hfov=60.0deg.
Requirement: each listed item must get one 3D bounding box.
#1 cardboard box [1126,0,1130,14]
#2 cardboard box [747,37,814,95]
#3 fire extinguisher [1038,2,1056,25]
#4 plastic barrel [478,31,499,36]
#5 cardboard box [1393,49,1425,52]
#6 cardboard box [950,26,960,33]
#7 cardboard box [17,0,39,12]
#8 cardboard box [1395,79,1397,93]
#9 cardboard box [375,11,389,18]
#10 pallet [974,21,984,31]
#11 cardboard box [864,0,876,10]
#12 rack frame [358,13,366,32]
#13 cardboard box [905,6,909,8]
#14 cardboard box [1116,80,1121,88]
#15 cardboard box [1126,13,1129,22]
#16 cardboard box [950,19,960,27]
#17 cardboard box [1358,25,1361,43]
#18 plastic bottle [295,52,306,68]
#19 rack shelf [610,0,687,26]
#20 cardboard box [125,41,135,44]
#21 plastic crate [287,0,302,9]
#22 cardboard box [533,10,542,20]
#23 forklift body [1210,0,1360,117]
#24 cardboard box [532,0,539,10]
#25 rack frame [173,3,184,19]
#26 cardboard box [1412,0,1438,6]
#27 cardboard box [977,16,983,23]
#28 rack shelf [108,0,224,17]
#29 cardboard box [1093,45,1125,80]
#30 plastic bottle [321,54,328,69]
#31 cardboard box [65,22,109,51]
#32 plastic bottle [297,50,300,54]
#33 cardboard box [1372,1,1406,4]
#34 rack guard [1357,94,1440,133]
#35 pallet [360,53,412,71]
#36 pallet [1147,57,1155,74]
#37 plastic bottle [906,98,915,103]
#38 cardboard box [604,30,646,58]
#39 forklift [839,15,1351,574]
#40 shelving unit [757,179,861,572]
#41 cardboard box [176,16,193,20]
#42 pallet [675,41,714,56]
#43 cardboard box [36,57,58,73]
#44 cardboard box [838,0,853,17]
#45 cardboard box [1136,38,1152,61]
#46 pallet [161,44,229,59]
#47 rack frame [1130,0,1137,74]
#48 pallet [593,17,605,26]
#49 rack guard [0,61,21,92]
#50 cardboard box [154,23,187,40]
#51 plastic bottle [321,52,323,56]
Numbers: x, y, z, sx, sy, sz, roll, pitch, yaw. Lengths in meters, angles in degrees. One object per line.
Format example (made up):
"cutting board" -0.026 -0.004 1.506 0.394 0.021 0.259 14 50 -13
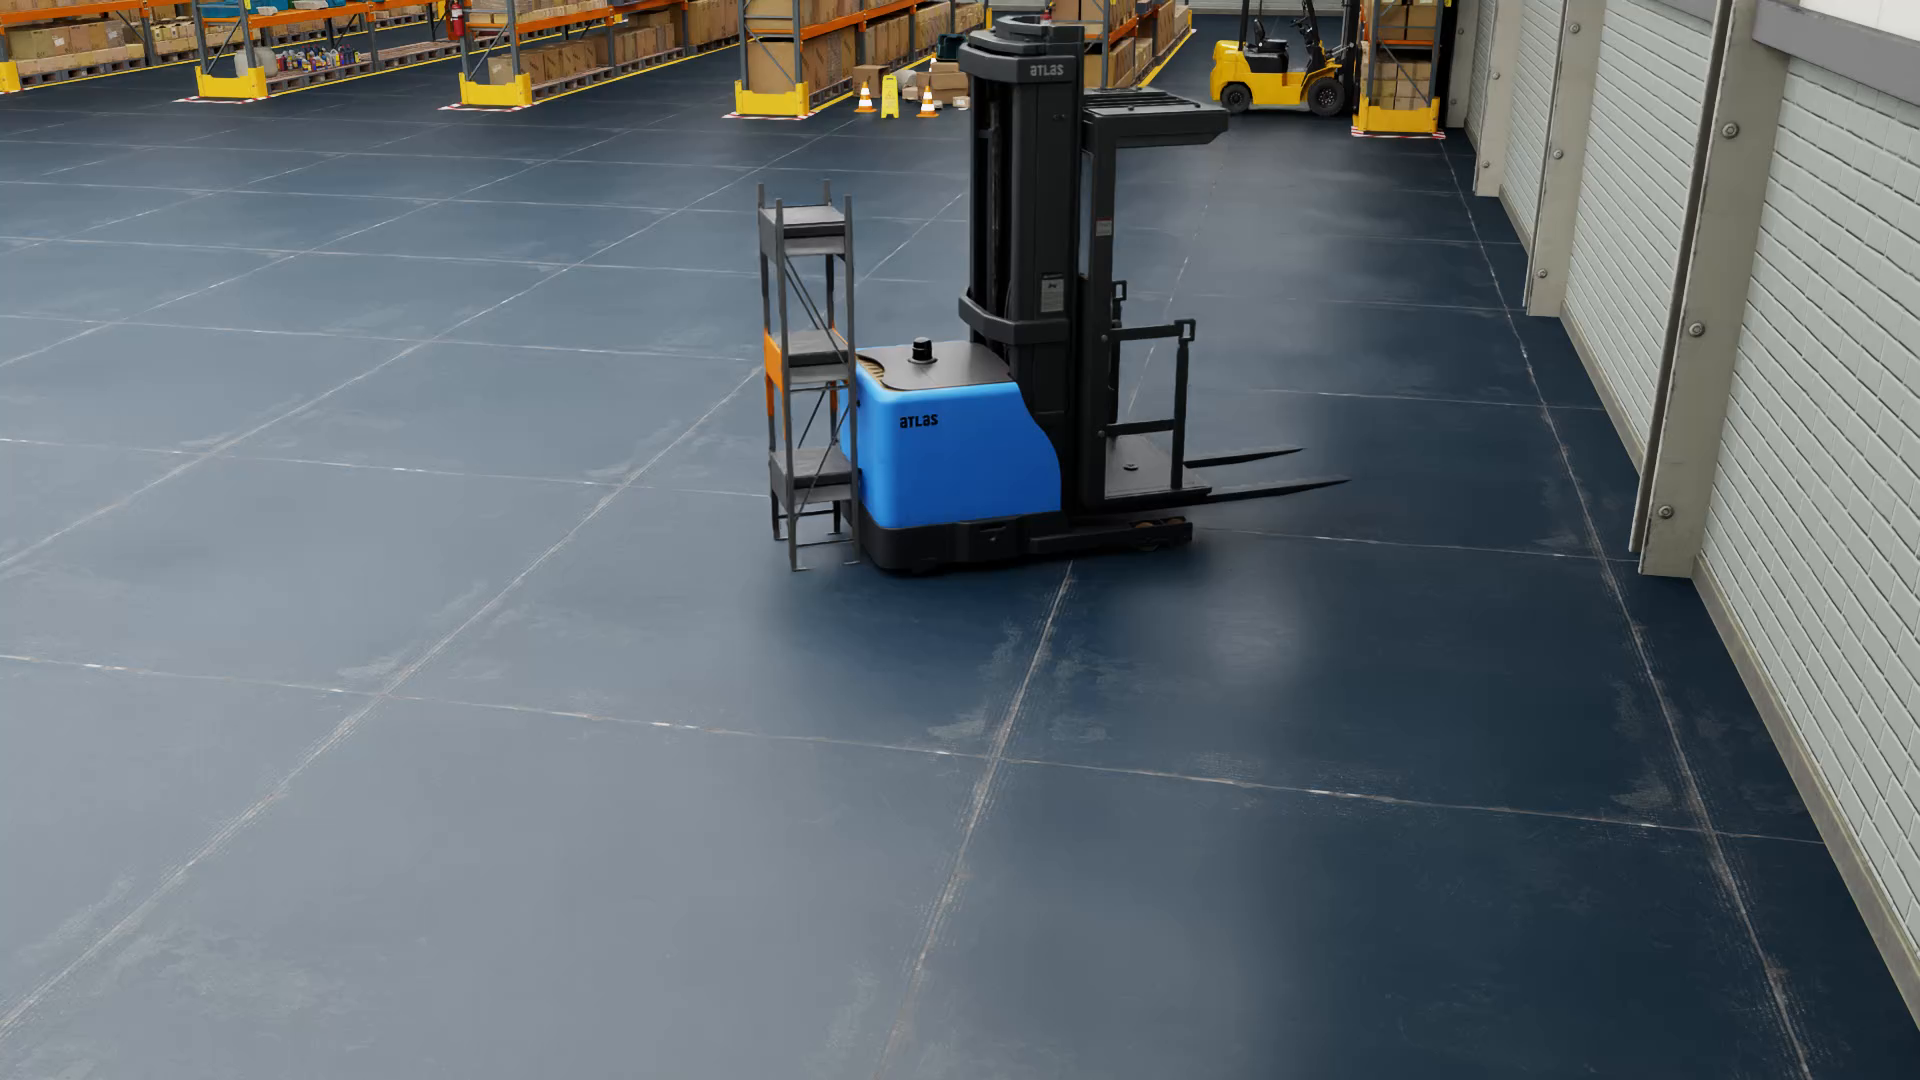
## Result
"cardboard box" 2.582 -9.121 27.954 0.500 0.500 0.500 5 22 12
"cardboard box" -2.980 -7.837 27.579 0.875 0.875 0.875 5 22 11
"fire extinguisher" 1.339 -7.992 25.785 0.296 0.674 0.183 4 22 11
"plastic barrel" -10.791 -11.762 37.710 0.600 0.588 0.708 4 22 11
"cardboard box" 7.373 -7.938 27.328 0.500 0.250 0.500 5 22 11
"cardboard box" -0.216 -11.744 38.253 0.380 0.149 0.250 3 22 9
"cardboard box" -17.375 -9.955 30.422 0.700 0.500 0.500 5 22 12
"cardboard box" 7.064 -7.149 26.038 0.500 0.250 0.500 4 22 10
"cardboard box" -14.673 -13.279 42.013 0.380 0.166 0.250 4 22 11
"pallet" -0.004 -12.610 40.882 1.003 0.211 1.213 4 22 11
"cardboard box" -1.866 -10.056 30.672 0.500 0.500 0.500 5 22 12
"rack frame" -15.137 -13.935 40.438 1.000 3.000 0.127 4 22 11
"cardboard box" -1.327 -11.324 35.735 0.500 0.250 0.500 5 22 12
"cardboard box" 2.360 -7.414 27.364 0.500 0.250 0.500 5 23 13
"cardboard box" 2.658 -8.868 28.193 0.380 0.149 0.250 4 22 10
"cardboard box" -0.217 -11.882 38.196 0.380 0.149 0.250 5 23 13
"cardboard box" 8.486 -10.354 34.332 0.500 0.500 0.500 4 22 9
"plastic bottle" -12.467 -9.081 31.442 0.152 0.276 0.135 4 22 11
"rack shelf" -6.664 -10.650 33.246 1.077 0.370 4.000 4 22 11
"cardboard box" -16.968 -10.102 34.040 0.500 0.250 0.500 4 22 10
"plastic crate" -12.474 -10.057 31.093 0.450 0.188 0.662 4 22 11
"cardboard box" -7.431 -9.032 28.602 0.380 0.149 0.250 4 22 11
"forklift body" 5.274 -8.096 27.077 2.313 2.155 1.214 4 22 11
"cardboard box" -7.765 -9.365 28.559 0.875 0.500 0.500 4 22 11
"rack frame" -19.987 -14.311 41.372 1.000 3.000 0.127 4 22 11
"cardboard box" 6.996 -8.109 24.970 0.380 0.149 0.250 4 22 10
"cardboard box" 0.355 -12.788 40.845 0.380 0.149 0.250 5 23 13
"rack shelf" -16.361 -11.407 35.124 1.077 0.370 4.000 4 22 11
"cardboard box" 2.466 -7.958 27.714 0.500 0.500 0.500 5 22 12
"plastic bottle" -11.930 -8.981 31.201 0.097 0.271 0.097 0 22 0
"cardboard box" -16.862 -9.725 32.100 0.500 0.500 0.500 4 22 11
"plastic bottle" -12.605 -9.184 31.690 0.061 0.283 0.133 5 23 13
"cardboard box" 6.631 -8.093 25.798 0.500 0.500 0.500 5 23 13
"rack guard" 6.668 -6.489 25.296 1.175 0.500 0.348 4 22 11
"pallet" -11.799 -9.627 33.474 1.003 0.211 1.213 4 22 11
"pallet" 3.285 -9.381 32.863 1.003 0.211 1.213 4 22 11
"plastic bottle" -0.857 -7.540 28.494 0.133 0.061 0.283 -3 22 -8
"cardboard box" -6.696 -9.898 33.171 0.700 0.500 0.500 3 22 6
"forklift" 0.852 -1.474 9.591 3.031 2.935 1.130 -7 23 -16
"shelving unit" -0.838 -0.905 9.289 0.431 2.100 0.503 -7 23 -16
"cardboard box" -16.553 -11.103 35.775 0.500 0.311 0.500 4 22 9
"pallet" -6.021 -10.704 36.150 1.003 0.211 1.213 4 22 11
"cardboard box" -17.160 -8.828 30.876 0.500 0.250 0.500 4 22 11
"cardboard box" -2.391 -9.568 29.395 0.875 0.550 0.550 4 22 11
"cardboard box" 3.320 -9.730 32.953 0.950 0.372 0.625 3 22 7
"pallet" -16.410 -10.435 35.482 1.003 0.211 1.213 4 22 11
"rack frame" 2.629 -9.497 29.419 1.000 3.000 0.127 4 22 11
"pallet" -9.679 -13.427 42.909 1.003 0.211 1.213 4 22 11
"rack guard" -17.590 -8.378 29.986 1.175 0.500 0.348 4 22 11
"cardboard box" -16.334 -10.503 34.286 0.500 0.311 0.500 4 22 10
"plastic bottle" -12.017 -9.077 31.424 0.061 0.283 0.133 4 22 11
